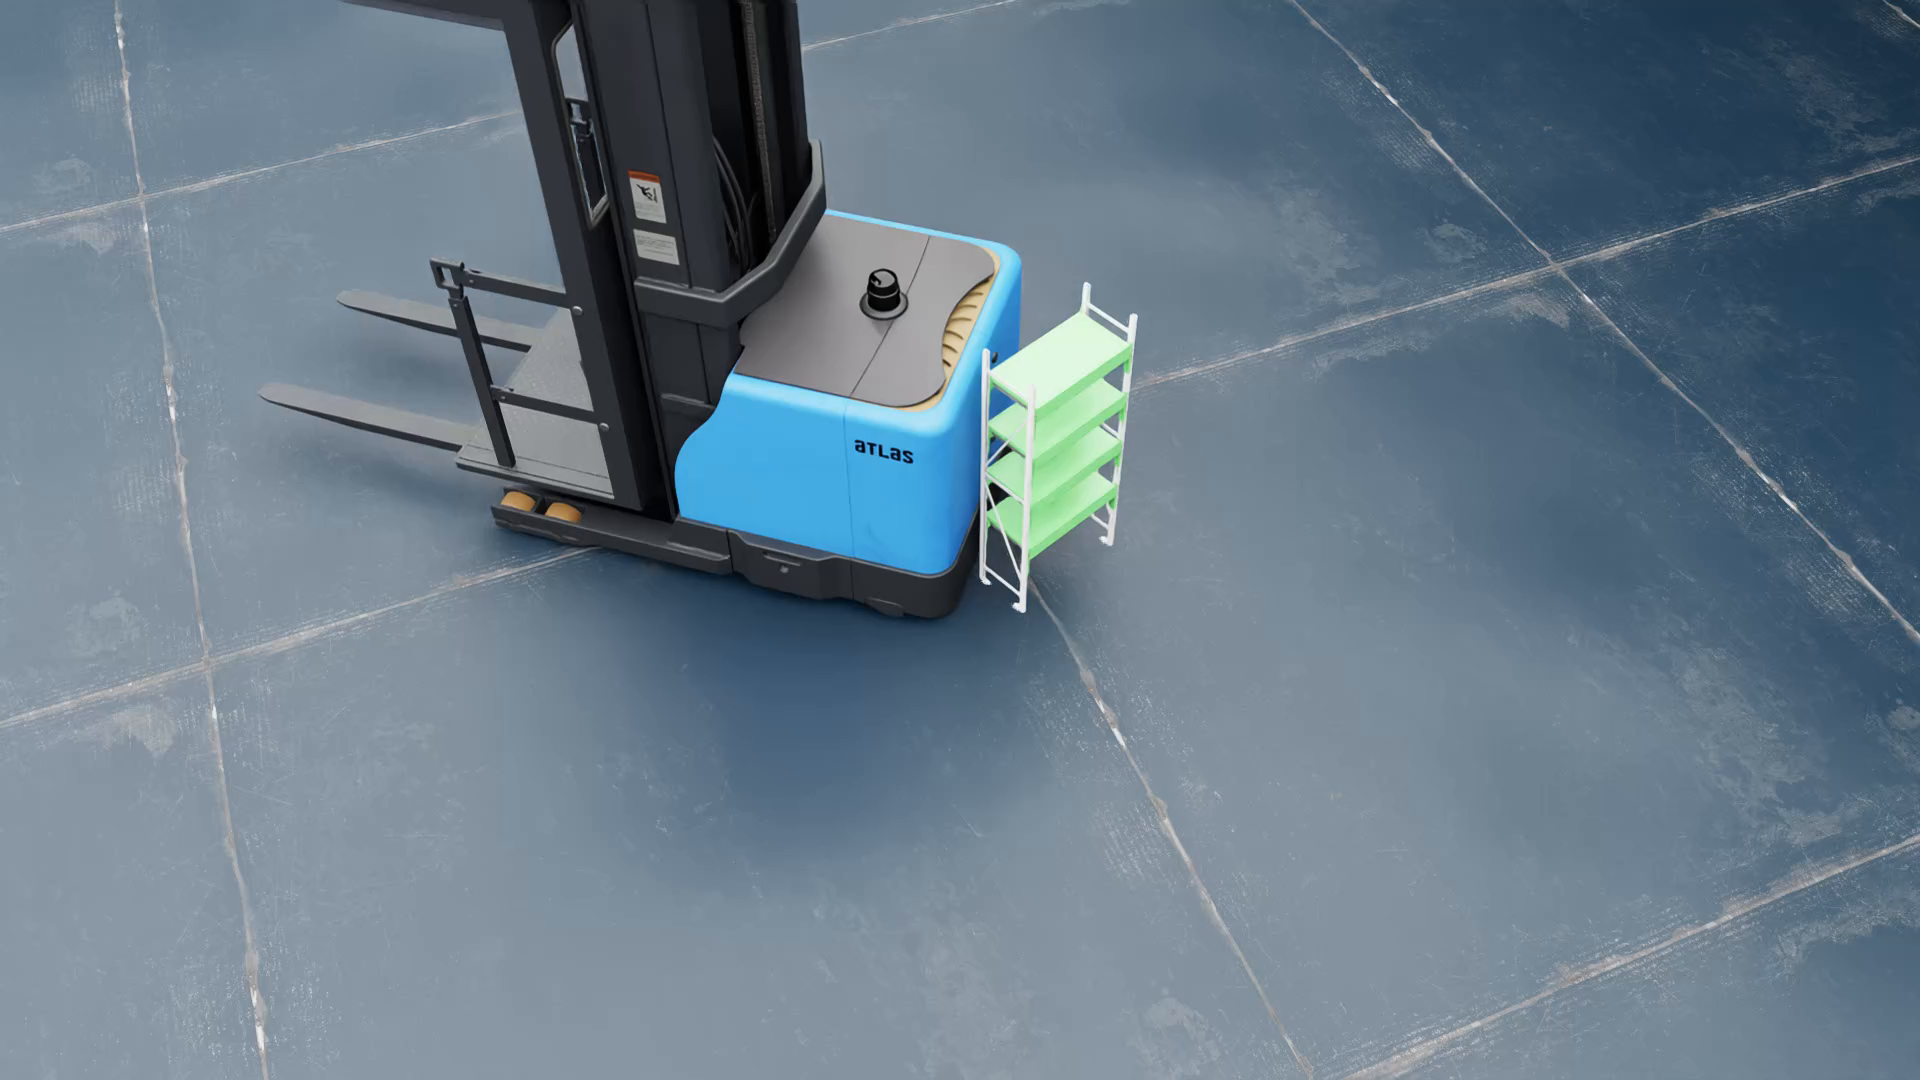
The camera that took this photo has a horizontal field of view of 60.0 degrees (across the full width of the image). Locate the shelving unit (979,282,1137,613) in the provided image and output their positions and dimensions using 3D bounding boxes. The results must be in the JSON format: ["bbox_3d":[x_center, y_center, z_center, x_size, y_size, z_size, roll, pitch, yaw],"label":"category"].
[{"bbox_3d":[0.340,-0.308,6.064,0.503,1.200,0.258,-36,58,-27],"label":"shelving unit"}]

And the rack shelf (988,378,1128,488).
[{"bbox_3d":[0.340,-0.422,5.930,0.480,0.148,0.258,-36,58,-27],"label":"rack shelf"}]

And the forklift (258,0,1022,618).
[{"bbox_3d":[-1.334,-1.312,5.786,3.031,2.935,1.130,13,51,11],"label":"forklift"}]

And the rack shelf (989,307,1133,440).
[{"bbox_3d":[0.340,-0.579,5.748,0.480,0.148,0.258,-36,58,-27],"label":"rack shelf"}]

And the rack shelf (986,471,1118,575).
[{"bbox_3d":[0.339,-0.110,6.295,0.480,0.148,0.258,-36,58,-27],"label":"rack shelf"}]

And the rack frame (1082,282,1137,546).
[{"bbox_3d":[0.517,-0.435,6.174,0.015,1.200,0.240,-36,58,-27],"label":"rack frame"}]

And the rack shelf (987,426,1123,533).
[{"bbox_3d":[0.340,-0.266,6.113,0.480,0.148,0.258,-36,58,-27],"label":"rack shelf"}]

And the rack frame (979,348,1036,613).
[{"bbox_3d":[0.163,-0.180,5.955,0.015,1.200,0.240,-36,58,-27],"label":"rack frame"}]
